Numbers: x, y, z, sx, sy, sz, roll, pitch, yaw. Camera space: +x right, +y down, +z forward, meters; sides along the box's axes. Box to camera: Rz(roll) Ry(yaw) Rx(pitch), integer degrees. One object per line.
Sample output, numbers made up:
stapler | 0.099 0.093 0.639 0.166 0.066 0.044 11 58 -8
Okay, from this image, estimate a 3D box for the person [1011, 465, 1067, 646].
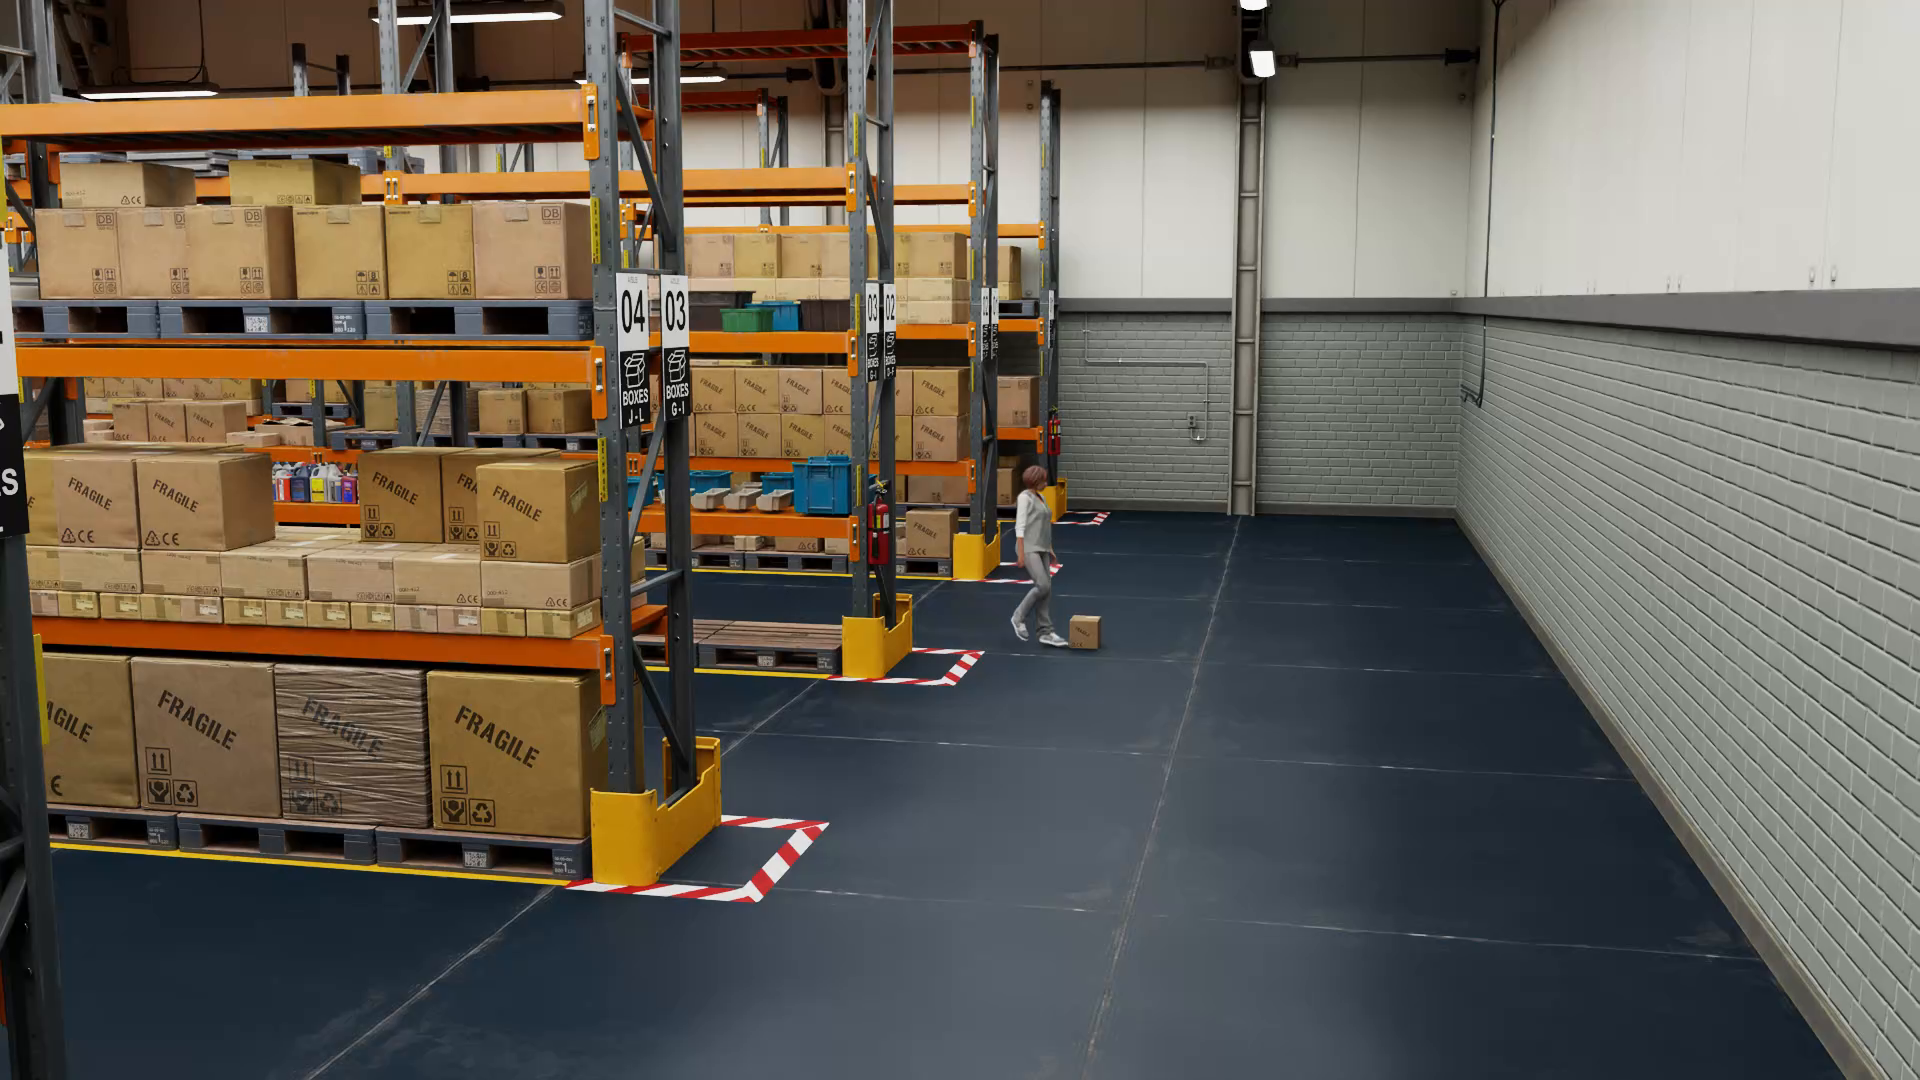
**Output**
person | 0.732 0.136 14.822 0.515 1.593 0.469 4 9 28
